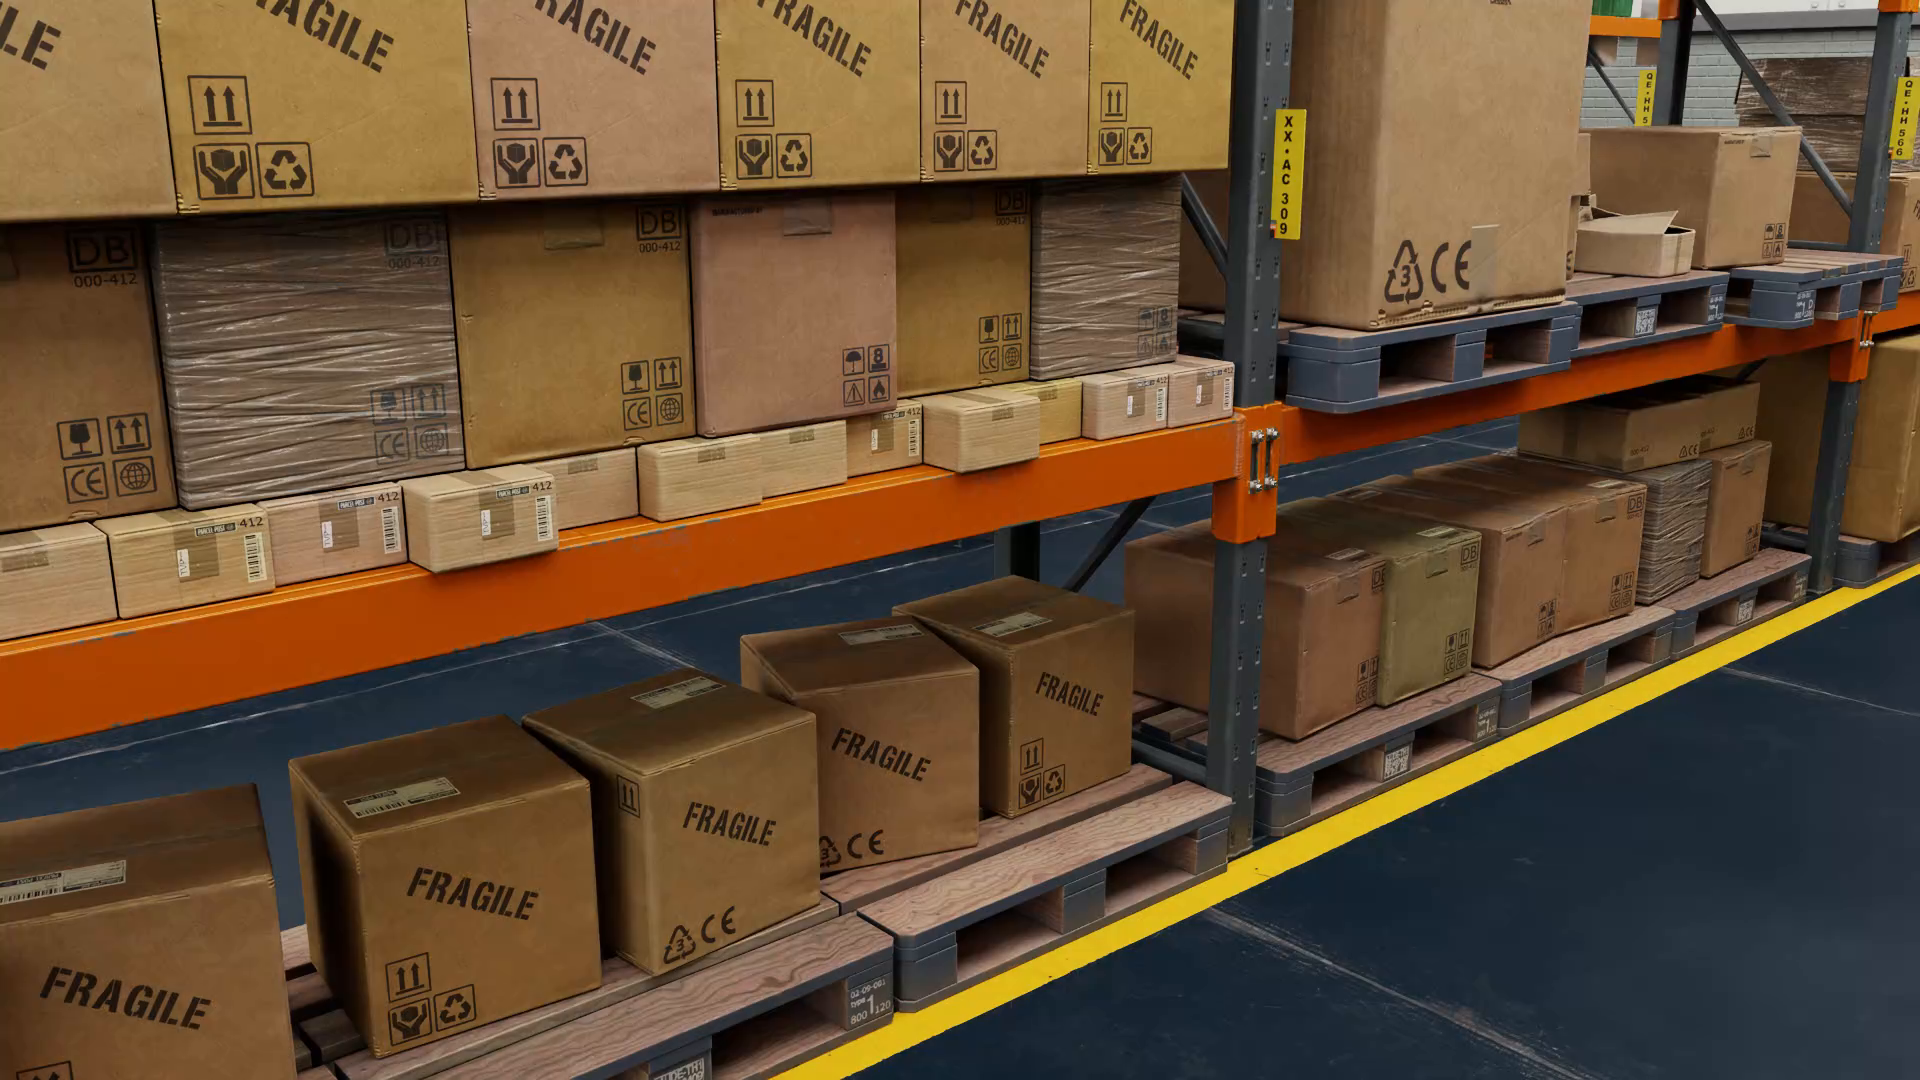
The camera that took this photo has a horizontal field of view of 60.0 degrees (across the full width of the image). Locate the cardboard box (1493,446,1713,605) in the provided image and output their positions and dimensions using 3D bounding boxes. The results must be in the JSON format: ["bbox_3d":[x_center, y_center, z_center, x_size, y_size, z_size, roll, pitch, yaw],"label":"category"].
[{"bbox_3d":[2.596,-0.097,6.792,0.700,0.500,0.500,14,20,42],"label":"cardboard box"}]

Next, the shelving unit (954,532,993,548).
[{"bbox_3d":[0.006,-0.436,8.139,0.210,0.900,0.258,-13,19,-39],"label":"shelving unit"}]

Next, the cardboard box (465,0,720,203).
[{"bbox_3d":[-0.812,-0.920,3.174,0.500,0.500,0.500,-13,19,-39],"label":"cardboard box"}]

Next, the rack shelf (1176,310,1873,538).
[{"bbox_3d":[1.989,-0.620,6.151,4.000,0.370,1.077,-13,19,-39],"label":"rack shelf"}]

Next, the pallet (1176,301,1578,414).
[{"bbox_3d":[1.153,-0.637,5.193,1.213,0.211,1.003,-13,19,-39],"label":"pallet"}]

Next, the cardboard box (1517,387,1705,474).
[{"bbox_3d":[2.619,-0.462,6.705,0.500,0.250,0.500,-10,18,-33],"label":"cardboard box"}]

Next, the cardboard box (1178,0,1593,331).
[{"bbox_3d":[1.172,-1.228,5.060,1.000,1.000,1.000,-12,19,-39],"label":"cardboard box"}]

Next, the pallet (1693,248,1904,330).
[{"bbox_3d":[3.030,-1.072,6.822,1.003,0.211,1.213,-13,19,-39],"label":"pallet"}]

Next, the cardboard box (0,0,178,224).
[{"bbox_3d":[-1.561,-0.749,2.535,0.500,0.500,0.500,-13,19,-39],"label":"cardboard box"}]

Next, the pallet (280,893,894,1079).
[{"bbox_3d":[-0.924,1.047,3.920,1.213,0.211,1.003,-13,19,-39],"label":"pallet"}]

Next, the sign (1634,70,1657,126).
[{"bbox_3d":[3.131,-1.973,7.579,0.005,0.325,0.100,-13,19,-39],"label":"sign"}]

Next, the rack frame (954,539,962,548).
[{"bbox_3d":[-0.071,-0.419,8.075,0.006,0.900,0.240,-13,19,-39],"label":"rack frame"}]

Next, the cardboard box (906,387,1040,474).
[{"bbox_3d":[-0.027,-0.278,3.965,0.250,0.149,0.380,-13,19,-39],"label":"cardboard box"}]

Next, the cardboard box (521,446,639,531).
[{"bbox_3d":[-0.869,-0.135,3.428,0.250,0.149,0.380,-13,19,-39],"label":"cardboard box"}]

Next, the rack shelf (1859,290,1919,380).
[{"bbox_3d":[5.007,-1.297,8.688,4.000,0.370,1.077,-13,19,-39],"label":"rack shelf"}]

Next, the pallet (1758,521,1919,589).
[{"bbox_3d":[4.142,-0.078,8.131,1.213,0.211,1.003,-13,19,-39],"label":"pallet"}]

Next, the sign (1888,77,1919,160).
[{"bbox_3d":[3.861,-1.723,6.798,0.005,0.325,0.100,-13,19,-39],"label":"sign"}]

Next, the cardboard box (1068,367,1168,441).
[{"bbox_3d":[0.316,-0.373,4.320,0.250,0.149,0.380,-13,19,-39],"label":"cardboard box"}]

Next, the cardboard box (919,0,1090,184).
[{"bbox_3d":[-0.055,-1.089,3.805,0.500,0.500,0.500,-13,19,-39],"label":"cardboard box"}]

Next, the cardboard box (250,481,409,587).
[{"bbox_3d":[-1.227,-0.044,3.090,0.250,0.149,0.380,-13,19,-39],"label":"cardboard box"}]

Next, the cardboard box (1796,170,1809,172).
[{"bbox_3d":[3.708,-1.486,7.807,0.500,0.500,0.500,-12,19,-38],"label":"cardboard box"}]

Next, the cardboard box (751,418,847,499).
[{"bbox_3d":[-0.464,-0.211,3.715,0.250,0.149,0.380,-13,19,-39],"label":"cardboard box"}]

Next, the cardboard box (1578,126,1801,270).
[{"bbox_3d":[2.761,-1.344,6.461,0.500,0.500,0.700,-9,18,-31],"label":"cardboard box"}]

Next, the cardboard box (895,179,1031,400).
[{"bbox_3d":[-0.300,-0.678,4.207,0.500,0.500,0.875,-13,19,-39],"label":"cardboard box"}]

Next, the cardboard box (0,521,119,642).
[{"bbox_3d":[-1.591,0.044,2.758,0.250,0.149,0.380,-13,19,-39],"label":"cardboard box"}]

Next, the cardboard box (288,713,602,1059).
[{"bbox_3d":[-1.142,0.741,3.692,0.500,0.500,0.500,-10,18,-34],"label":"cardboard box"}]

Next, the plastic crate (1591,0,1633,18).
[{"bbox_3d":[5.725,-4.750,14.817,0.336,0.188,0.450,-13,19,-39],"label":"plastic crate"}]

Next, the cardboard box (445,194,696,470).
[{"bbox_3d":[-1.015,-0.497,3.529,0.500,0.500,0.875,-13,19,-39],"label":"cardboard box"}]

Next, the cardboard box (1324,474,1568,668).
[{"bbox_3d":[1.752,0.095,6.073,0.700,0.500,0.500,14,20,42],"label":"cardboard box"}]

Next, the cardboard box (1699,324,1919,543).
[{"bbox_3d":[4.032,-0.595,7.969,0.875,0.875,1.225,-14,20,-42],"label":"cardboard box"}]

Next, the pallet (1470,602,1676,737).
[{"bbox_3d":[1.988,0.379,6.422,1.213,0.211,1.003,-13,19,-39],"label":"pallet"}]

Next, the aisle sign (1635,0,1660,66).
[{"bbox_3d":[6.528,-4.836,15.507,0.004,0.787,0.394,-13,19,-39],"label":"aisle sign"}]

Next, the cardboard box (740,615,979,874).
[{"bbox_3d":[-0.275,0.535,4.465,0.500,0.500,0.500,-6,16,-22],"label":"cardboard box"}]

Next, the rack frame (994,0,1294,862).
[{"bbox_3d":[0.481,-0.628,4.790,0.127,3.000,1.000,-13,19,-39],"label":"rack frame"}]

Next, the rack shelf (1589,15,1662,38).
[{"bbox_3d":[4.773,-4.388,14.447,4.000,0.370,1.077,-13,19,-39],"label":"rack shelf"}]

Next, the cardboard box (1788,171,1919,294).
[{"bbox_3d":[4.043,-1.384,7.423,0.500,0.500,0.500,-12,19,-38],"label":"cardboard box"}]

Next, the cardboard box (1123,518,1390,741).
[{"bbox_3d":[0.958,0.267,5.429,0.700,0.500,0.500,14,21,43],"label":"cardboard box"}]

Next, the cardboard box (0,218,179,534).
[{"bbox_3d":[-1.806,-0.339,2.935,0.500,0.500,0.875,-13,19,-39],"label":"cardboard box"}]
